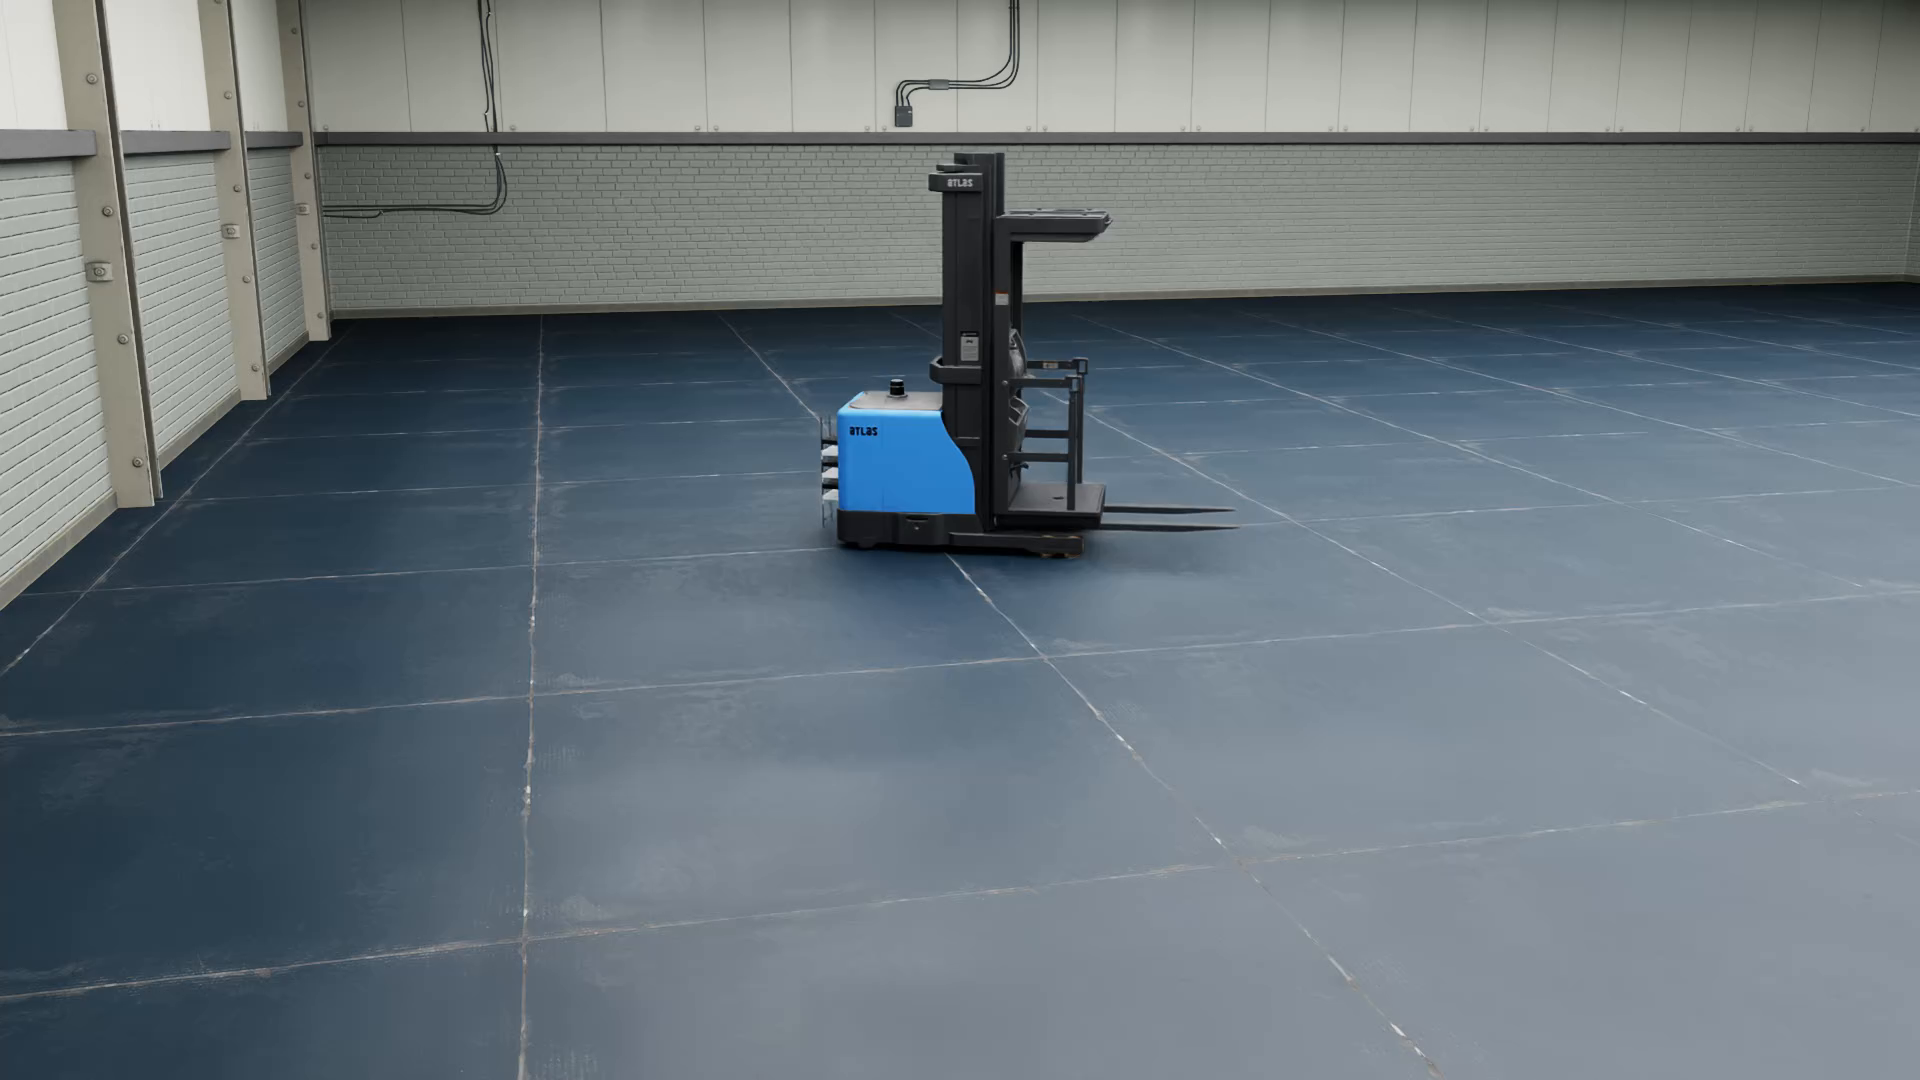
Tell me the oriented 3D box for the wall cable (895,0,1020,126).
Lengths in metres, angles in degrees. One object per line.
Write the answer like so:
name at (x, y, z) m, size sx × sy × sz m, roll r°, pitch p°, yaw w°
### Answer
wall cable at (-0.032, -10.394, 29.343) m, size 2.305 × 6.003 × 0.169 m, roll -3°, pitch 14°, yaw -13°

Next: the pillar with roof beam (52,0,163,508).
pillar with roof beam at (-2.854, -4.934, 14.164) m, size 9.100 × 9.000 × 0.400 m, roll -3°, pitch 14°, yaw -13°

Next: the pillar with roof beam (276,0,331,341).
pillar with roof beam at (-5.673, -7.703, 25.495) m, size 9.100 × 9.000 × 0.400 m, roll -3°, pitch 14°, yaw -13°

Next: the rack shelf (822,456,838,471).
rack shelf at (-0.971, -0.607, 13.276) m, size 0.200 × 0.077 × 0.258 m, roll 3°, pitch 14°, yaw 13°

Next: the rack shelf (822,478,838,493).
rack shelf at (-0.971, -0.432, 13.319) m, size 0.200 × 0.077 × 0.258 m, roll 3°, pitch 14°, yaw 13°

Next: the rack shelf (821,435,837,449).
rack shelf at (-0.971, -0.782, 13.233) m, size 0.200 × 0.077 × 0.258 m, roll 3°, pitch 14°, yaw 13°

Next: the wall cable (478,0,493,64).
wall cable at (-6.634, -9.312, 27.982) m, size 3.097 × 2.526 × 0.112 m, roll -3°, pitch 14°, yaw -13°

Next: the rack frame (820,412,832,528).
rack frame at (-1.070, -0.557, 13.312) m, size 0.006 × 0.900 × 0.240 m, roll 3°, pitch 14°, yaw 13°

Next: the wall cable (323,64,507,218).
wall cable at (-9.264, -6.708, 27.964) m, size 3.097 × 2.526 × 0.112 m, roll -3°, pitch 14°, yaw -13°

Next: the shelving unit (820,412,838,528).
shelving unit at (-0.971, -0.552, 13.290) m, size 0.210 × 0.900 × 0.258 m, roll 3°, pitch 14°, yaw 13°

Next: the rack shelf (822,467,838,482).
rack shelf at (-0.971, -0.519, 13.297) m, size 0.200 × 0.077 × 0.258 m, roll 3°, pitch 14°, yaw 13°

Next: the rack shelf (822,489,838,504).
rack shelf at (-0.971, -0.345, 13.340) m, size 0.200 × 0.077 × 0.258 m, roll 3°, pitch 14°, yaw 13°

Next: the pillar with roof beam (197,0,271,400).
pillar with roof beam at (-4.263, -6.319, 19.829) m, size 9.100 × 9.000 × 0.400 m, roll -3°, pitch 14°, yaw -13°

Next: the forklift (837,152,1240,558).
forklift at (0.621, -1.423, 12.574) m, size 3.031 × 2.935 × 1.130 m, roll 2°, pitch 14°, yaw 7°

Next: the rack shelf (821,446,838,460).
rack shelf at (-0.971, -0.694, 13.255) m, size 0.200 × 0.077 × 0.258 m, roll 3°, pitch 14°, yaw 13°
